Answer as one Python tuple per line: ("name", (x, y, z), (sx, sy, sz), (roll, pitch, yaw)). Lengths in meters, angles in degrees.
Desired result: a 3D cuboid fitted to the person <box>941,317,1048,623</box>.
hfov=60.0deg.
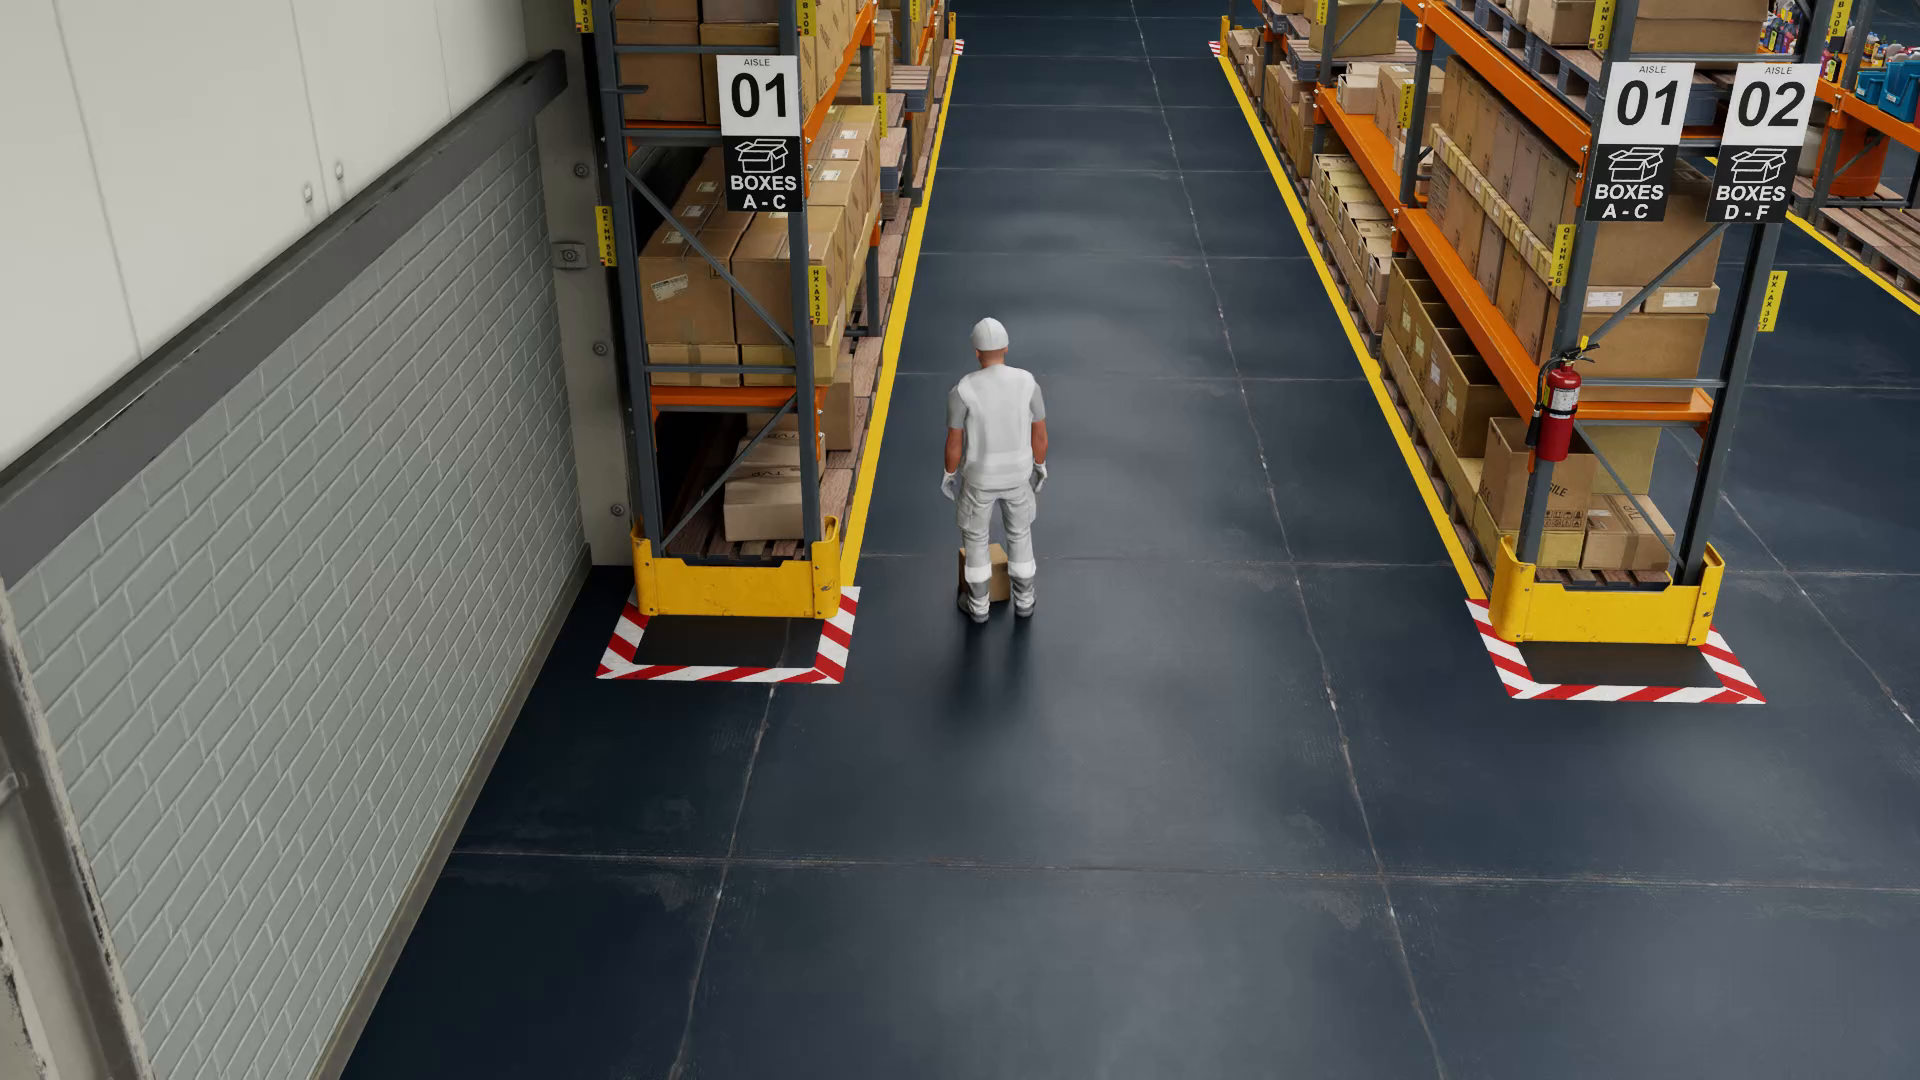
("person", (0.196, -0.375, 9.319), (0.610, 1.779, 0.455), (-5, 28, -10))
